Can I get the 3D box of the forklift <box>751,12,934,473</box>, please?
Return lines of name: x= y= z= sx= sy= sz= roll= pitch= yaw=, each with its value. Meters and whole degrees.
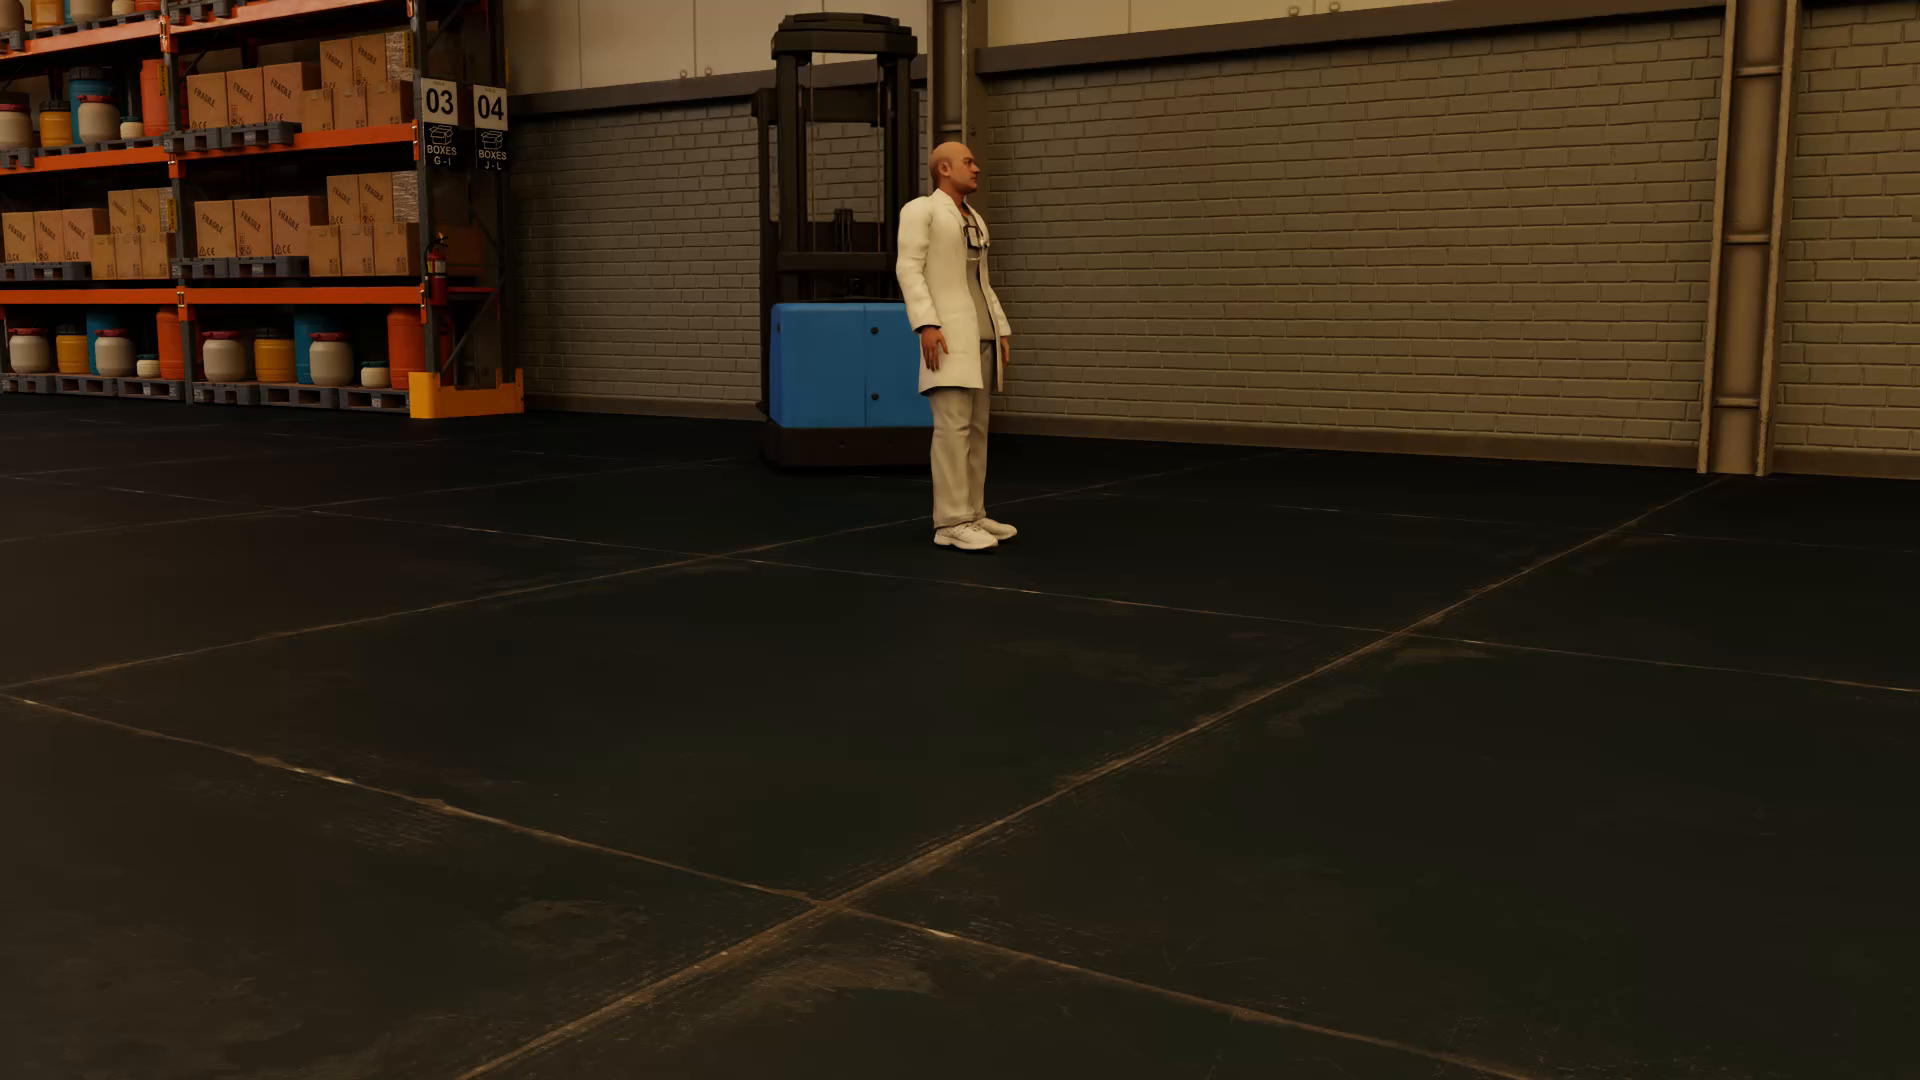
forklift: x=-0.867 y=-2.049 z=11.605 sx=1.130 sy=2.935 sz=3.031 roll=-2 pitch=8 yaw=-11

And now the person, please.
person: x=0.074 y=-0.879 z=7.424 sx=0.578 sy=1.777 sz=0.696 roll=5 pitch=10 yaw=34
